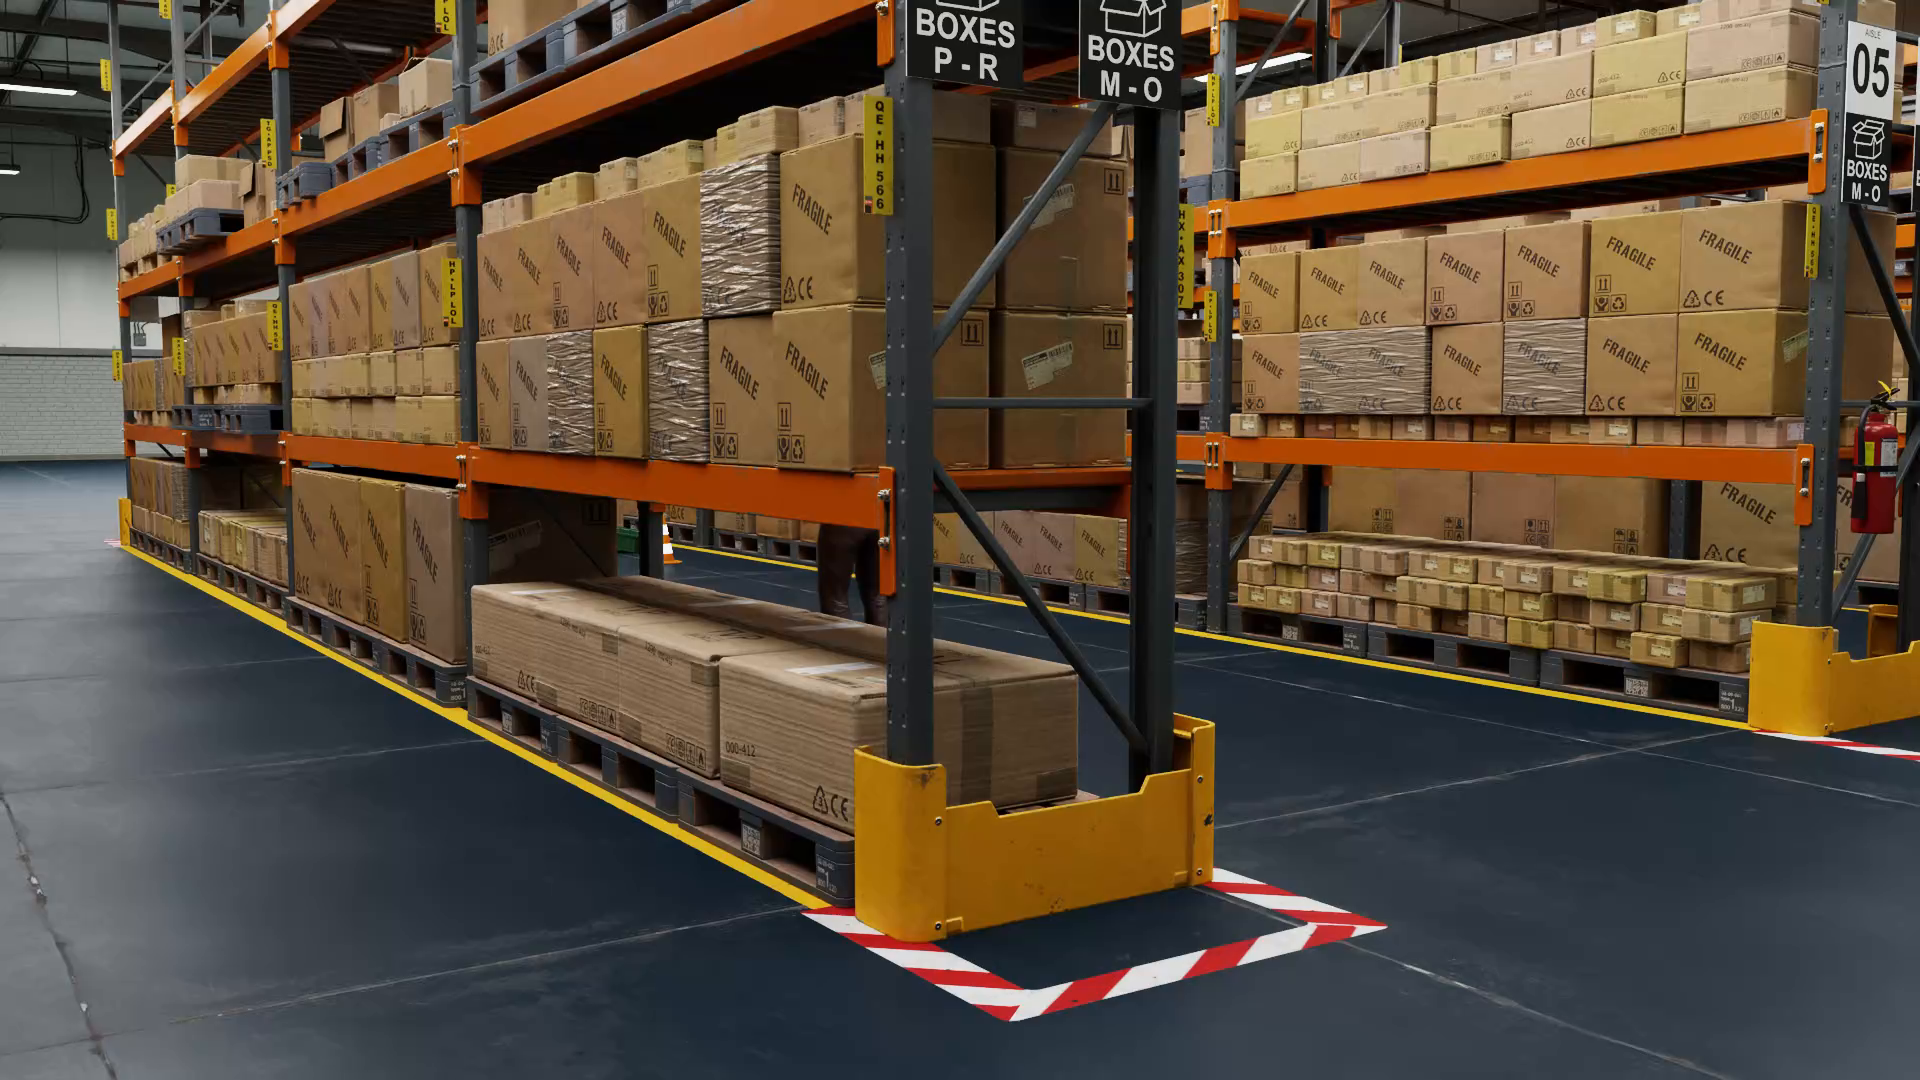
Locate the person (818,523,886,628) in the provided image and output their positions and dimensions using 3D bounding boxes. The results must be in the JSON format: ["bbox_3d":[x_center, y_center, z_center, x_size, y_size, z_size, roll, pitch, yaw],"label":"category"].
[{"bbox_3d":[-0.621,-0.078,8.993,0.494,1.711,0.560,-3,5,-33],"label":"person"}]
